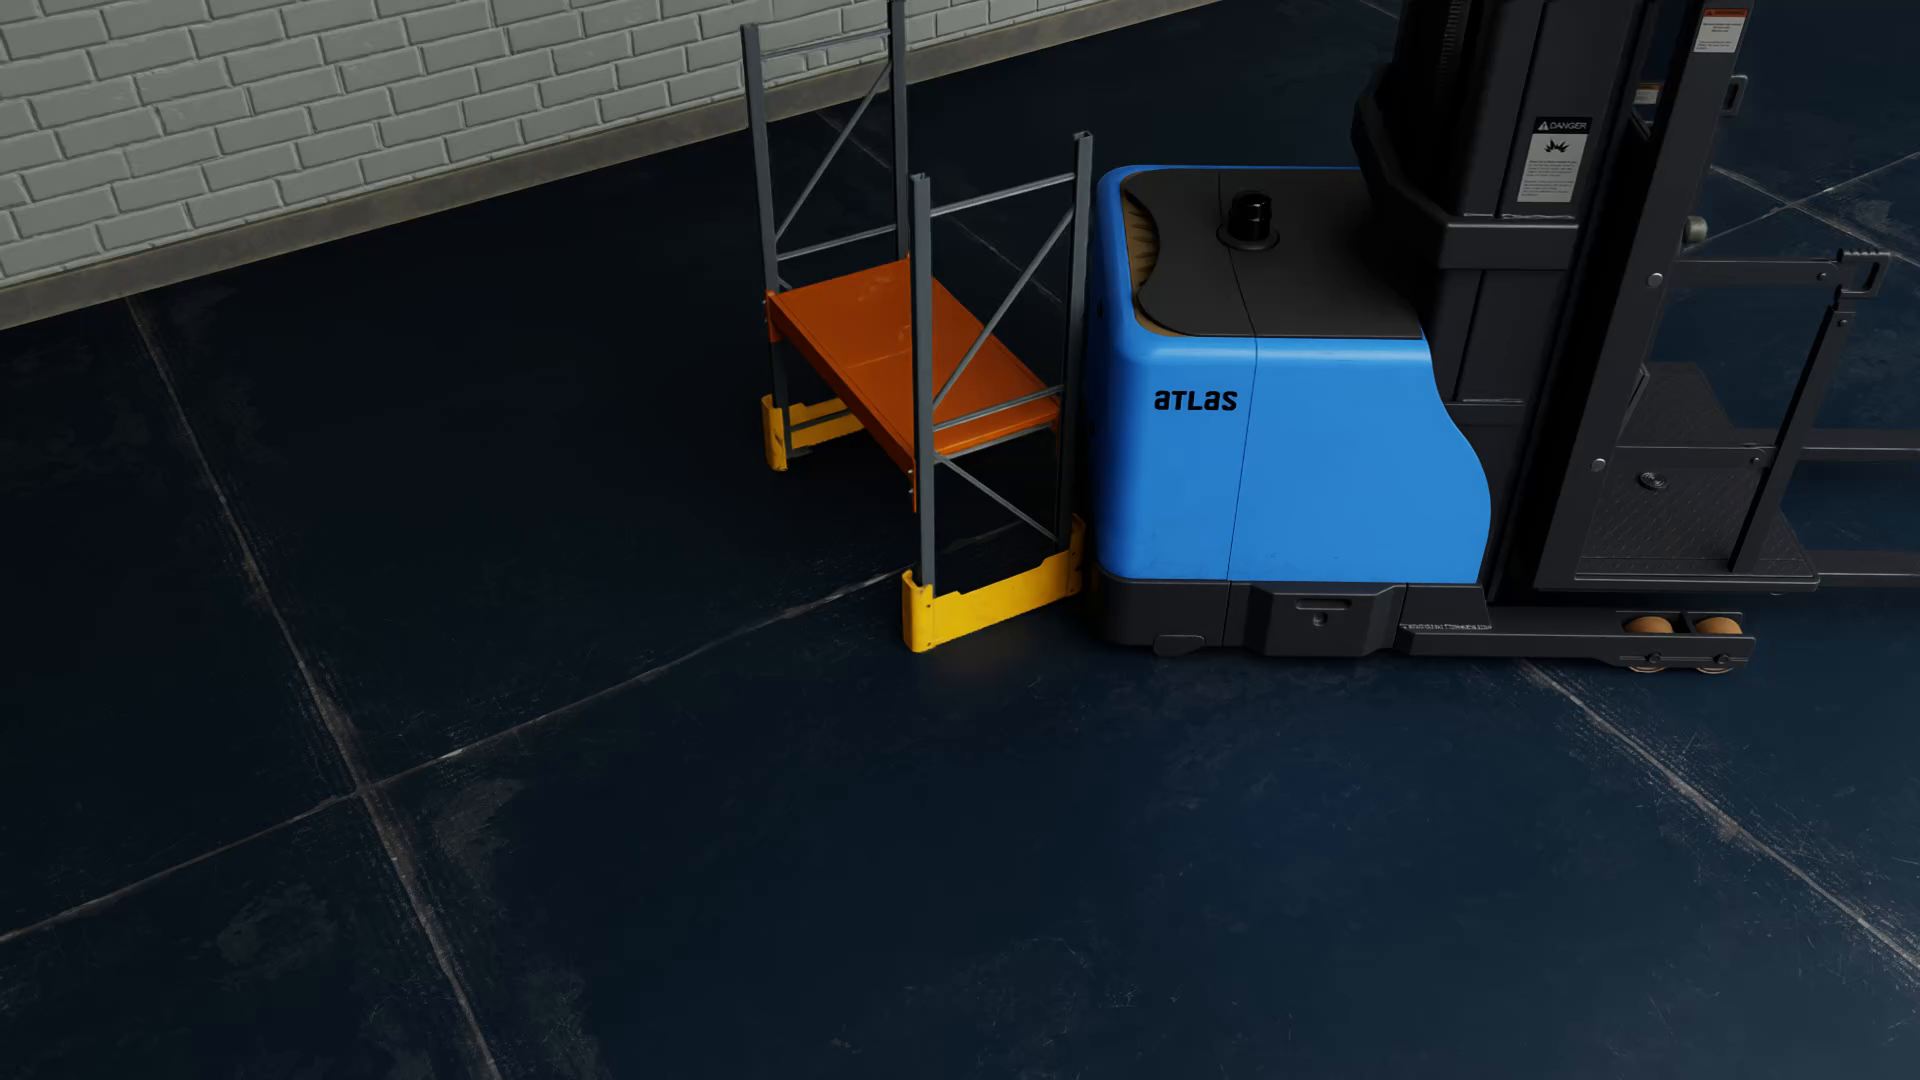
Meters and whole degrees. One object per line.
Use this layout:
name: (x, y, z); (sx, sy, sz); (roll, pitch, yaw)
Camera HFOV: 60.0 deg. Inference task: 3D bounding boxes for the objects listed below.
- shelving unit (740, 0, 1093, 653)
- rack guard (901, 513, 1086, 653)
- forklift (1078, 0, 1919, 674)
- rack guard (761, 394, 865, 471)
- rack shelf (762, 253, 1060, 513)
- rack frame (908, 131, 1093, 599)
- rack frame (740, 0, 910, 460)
shelving unit: (-0.137, -0.635, 4.841); (0.587, 1.500, 1.083); (-19, 44, -22)
rack guard: (0.103, 0.124, 4.905); (0.587, 0.250, 0.087); (-19, 44, -22)
forklift: (1.896, -1.087, 4.265); (3.031, 2.935, 1.130); (1, 40, 1)
rack guard: (-0.377, -0.434, 5.576); (0.587, 0.250, 0.087); (-19, 44, -22)
rack shelf: (-0.141, -0.502, 4.962); (0.538, 0.185, 1.000); (-19, 44, -22)
rack frame: (0.104, -0.355, 4.505); (0.500, 1.500, 0.032); (-19, 44, -22)
rack frame: (-0.386, -0.925, 5.189); (0.500, 1.500, 0.032); (-19, 44, -22)
